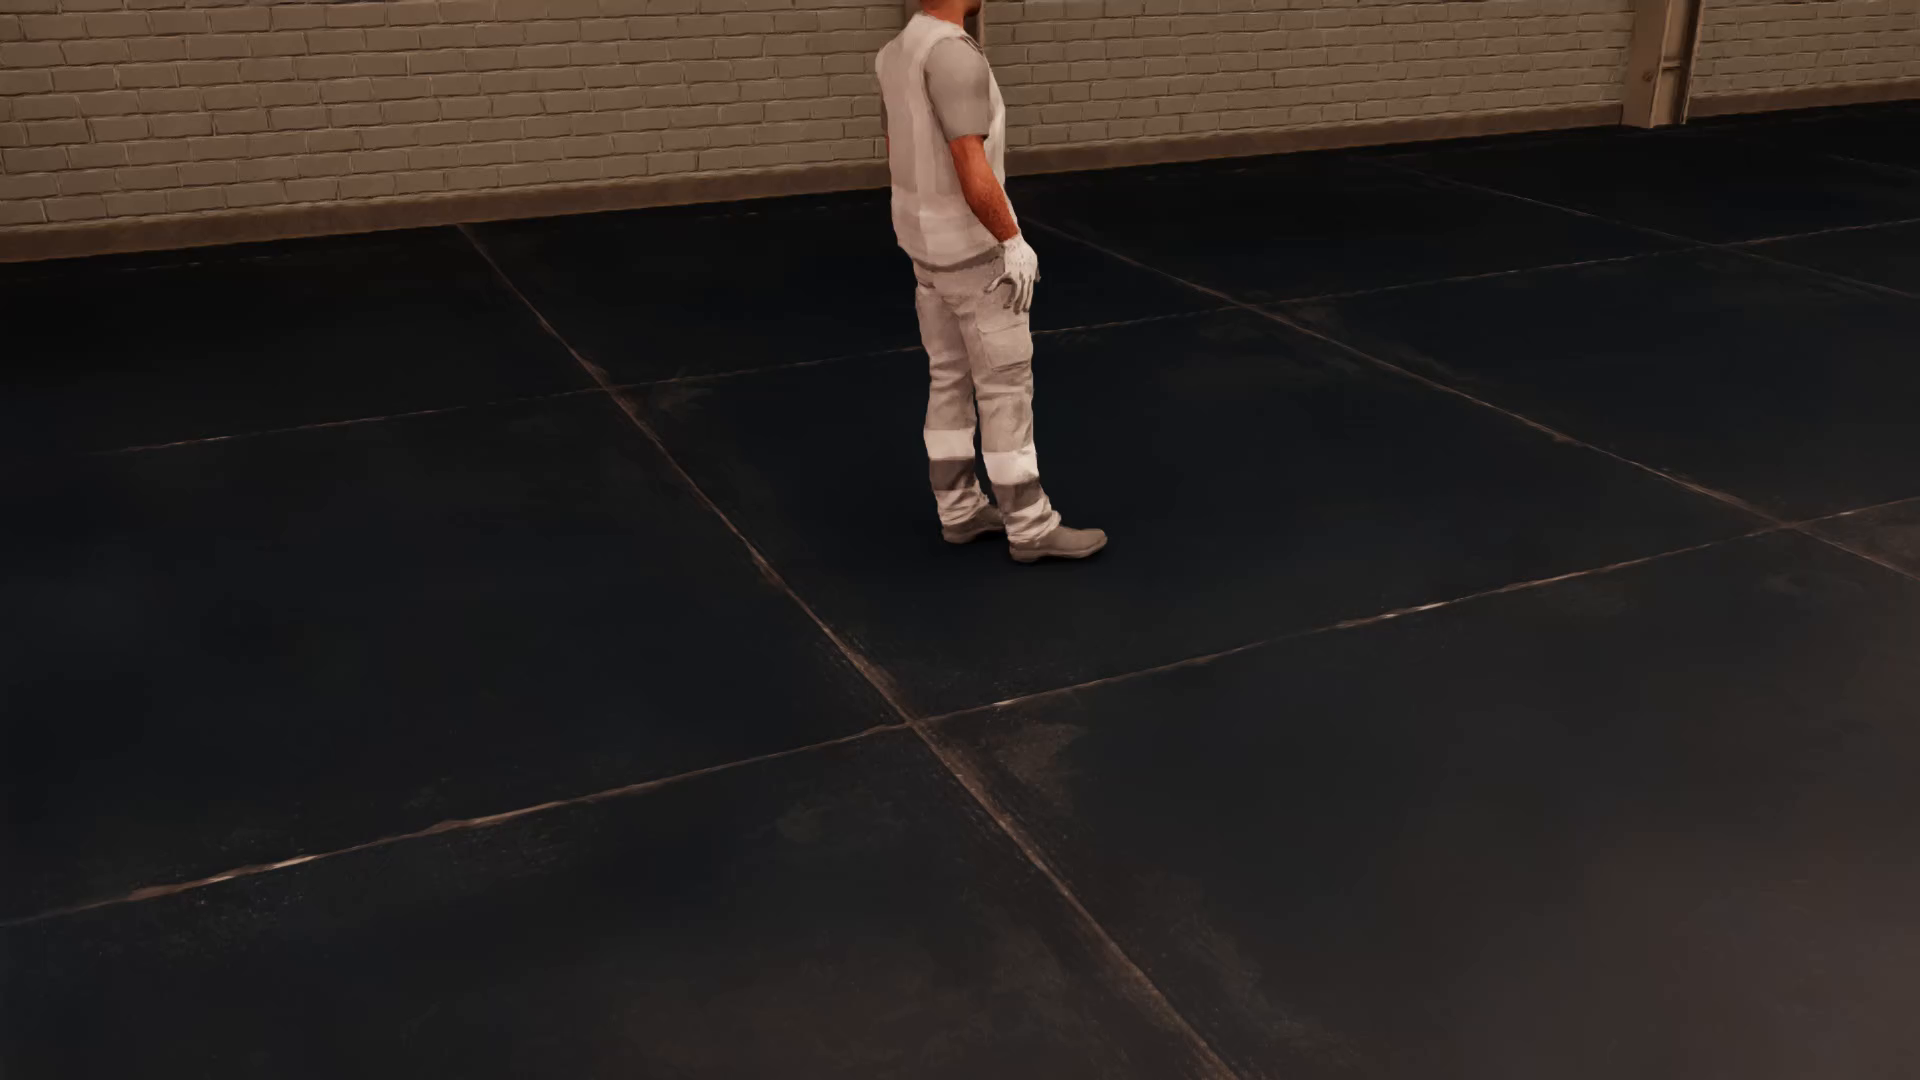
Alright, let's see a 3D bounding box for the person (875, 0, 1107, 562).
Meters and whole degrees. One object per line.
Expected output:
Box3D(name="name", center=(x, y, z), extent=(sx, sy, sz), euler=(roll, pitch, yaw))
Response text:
Box3D(name="person", center=(0.078, -0.842, 4.783), extent=(0.563, 1.787, 0.637), euler=(-10, 25, -23))
